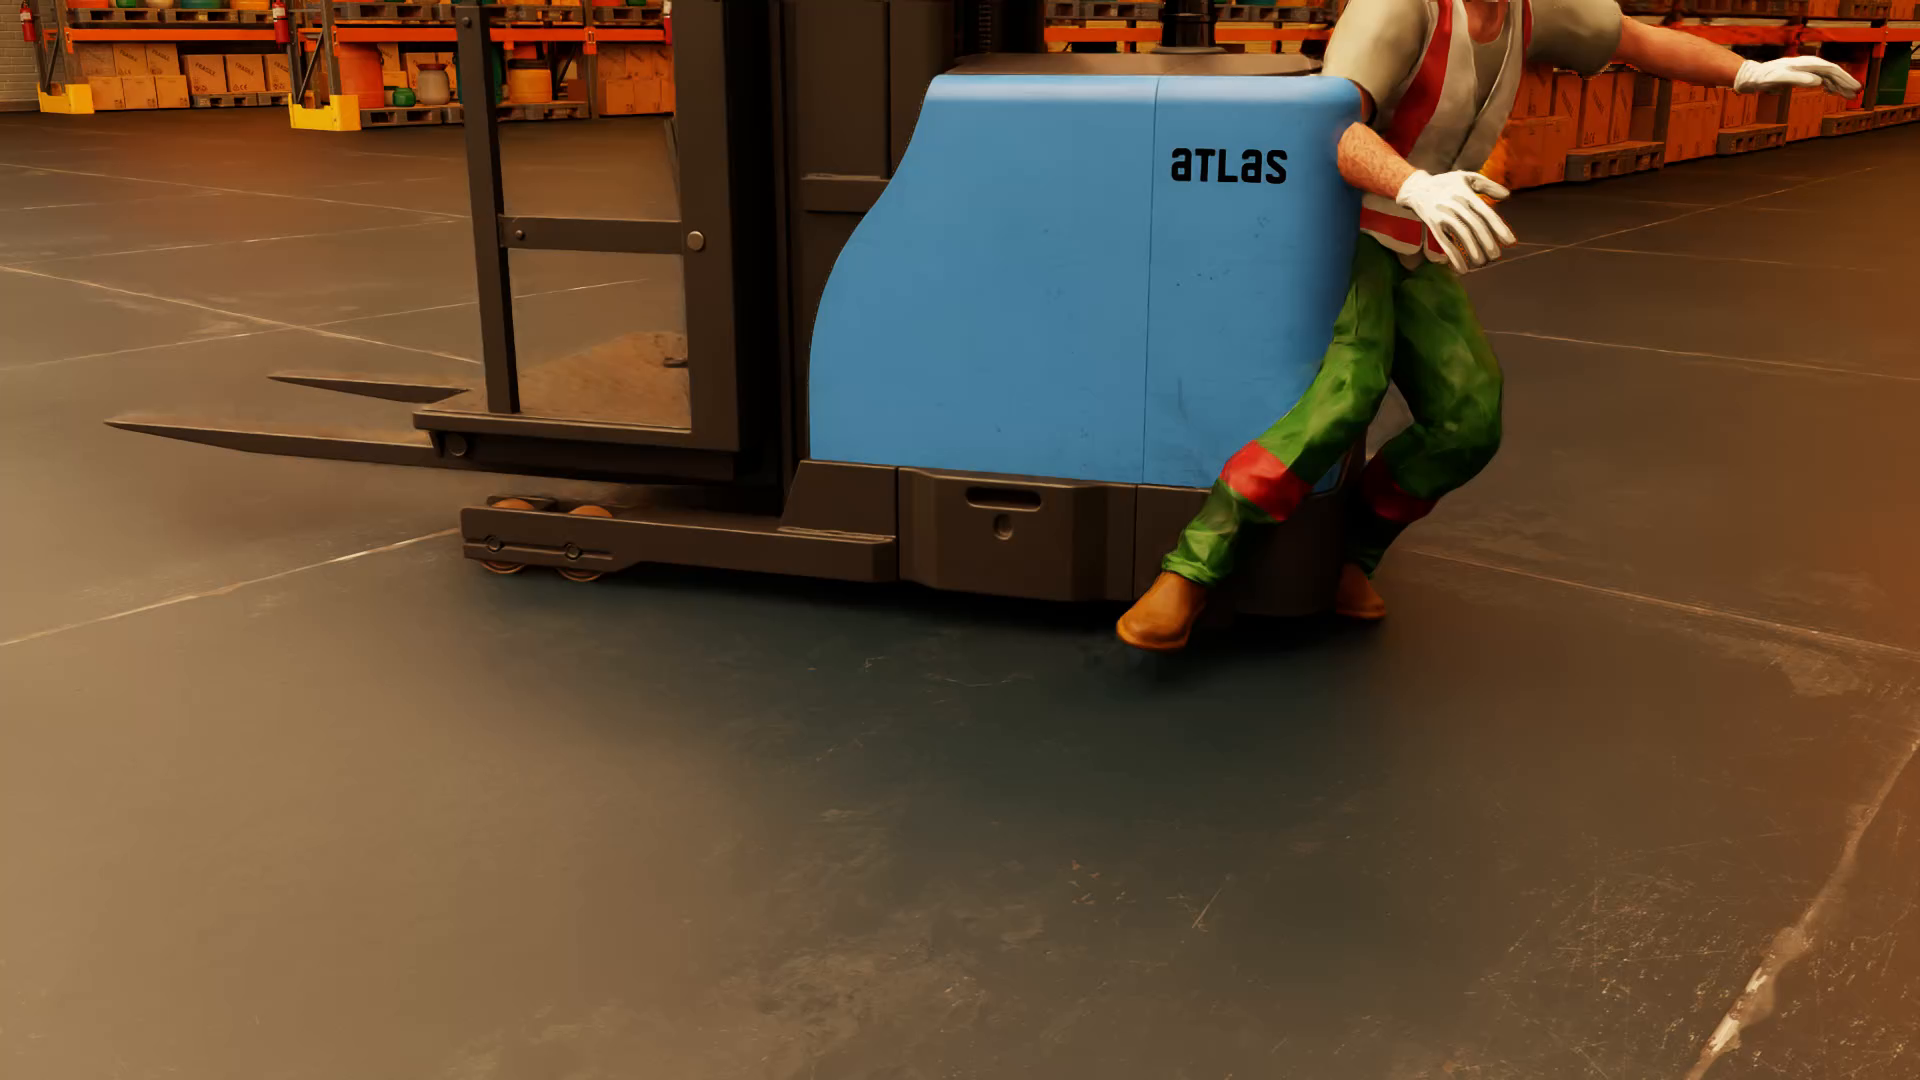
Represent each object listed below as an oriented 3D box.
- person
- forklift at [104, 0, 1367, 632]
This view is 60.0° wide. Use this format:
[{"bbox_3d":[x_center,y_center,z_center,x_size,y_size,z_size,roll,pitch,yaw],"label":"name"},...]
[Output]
[{"bbox_3d":[0.910,-0.544,3.166,1.448,1.527,0.847,-12,21,-35],"label":"person"},{"bbox_3d":[-0.594,-1.450,3.673,3.031,2.935,1.130,5,18,16],"label":"forklift"}]
